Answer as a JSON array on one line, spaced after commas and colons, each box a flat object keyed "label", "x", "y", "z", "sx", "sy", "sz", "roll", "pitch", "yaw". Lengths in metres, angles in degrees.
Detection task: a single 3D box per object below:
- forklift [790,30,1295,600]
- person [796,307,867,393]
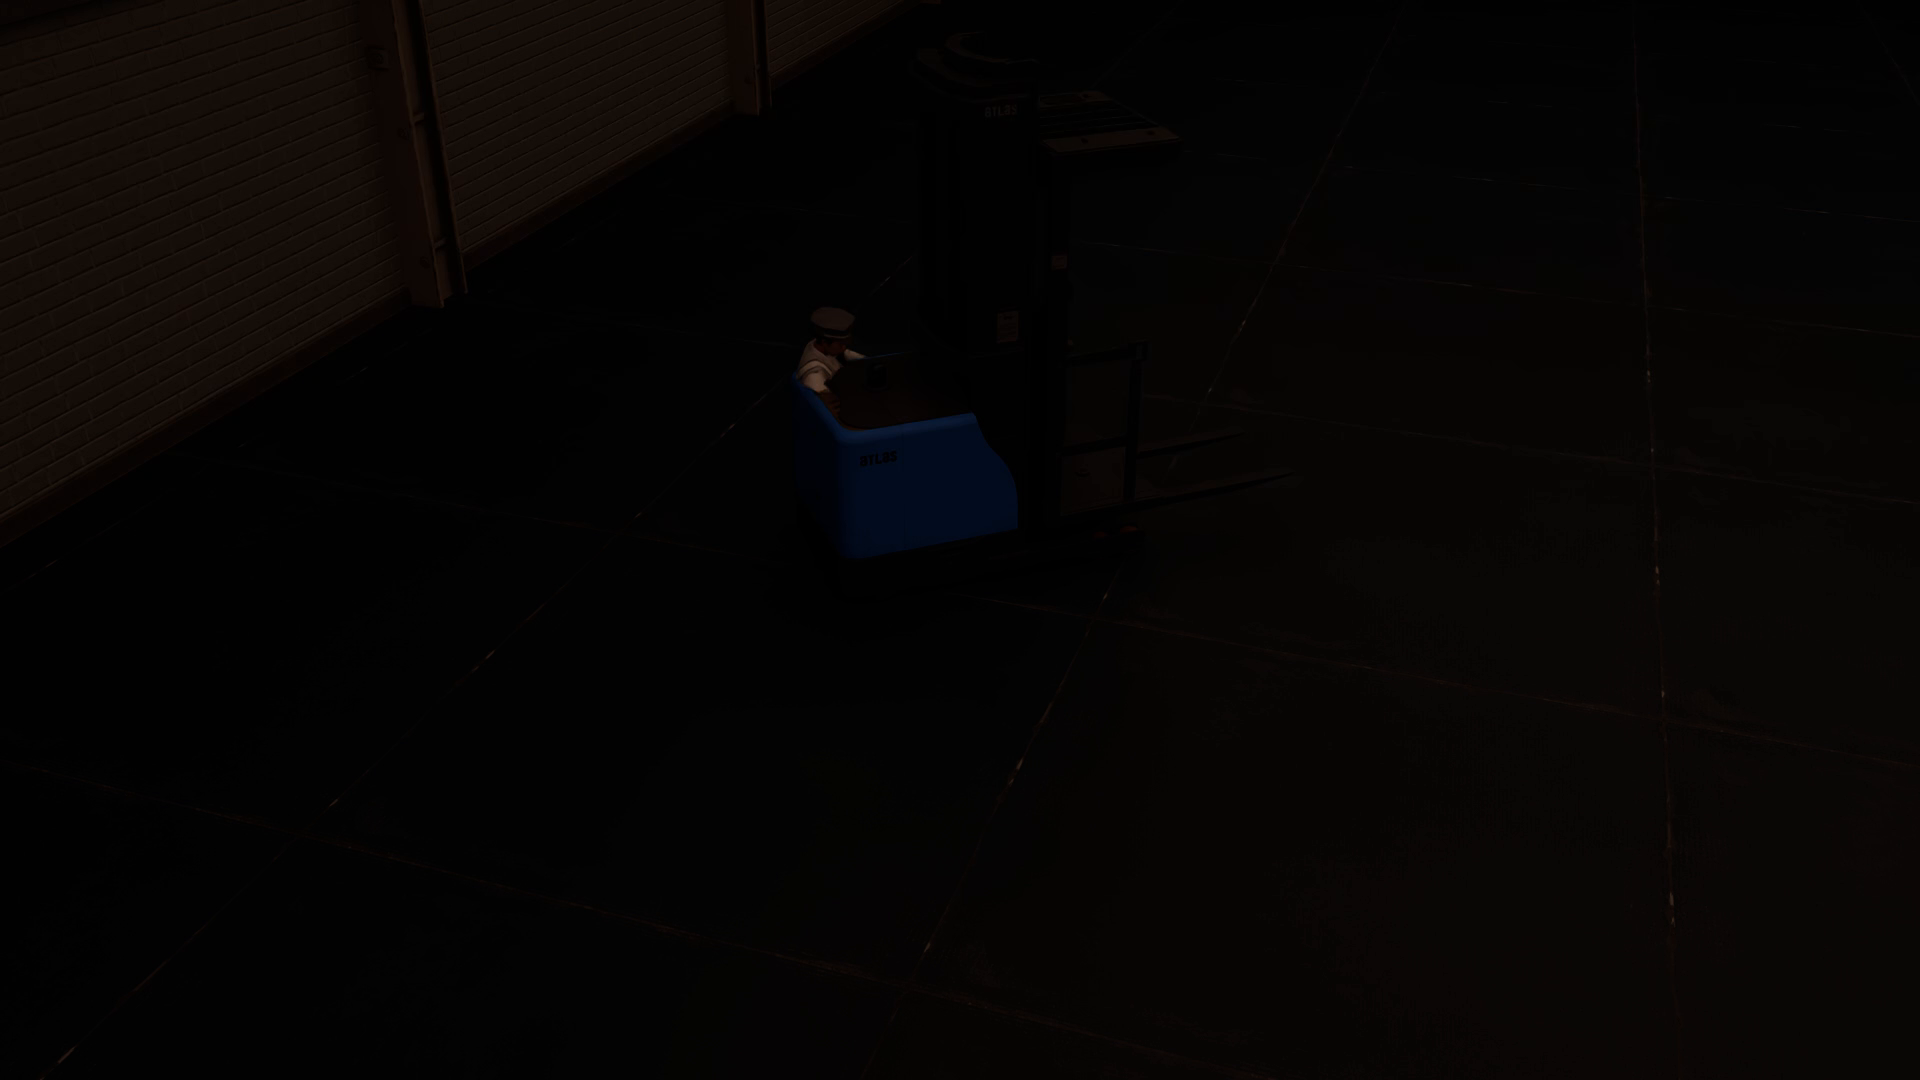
[{"label": "forklift", "x": 0.567, "y": -1.386, "z": 9.569, "sx": 3.031, "sy": 2.935, "sz": 1.130, "roll": -11, "pitch": 32, "yaw": -19}, {"label": "person", "x": -0.613, "y": -0.686, "z": 9.793, "sx": 0.711, "sy": 1.443, "sz": 0.890, "roll": 4, "pitch": 30, "yaw": 7}]
